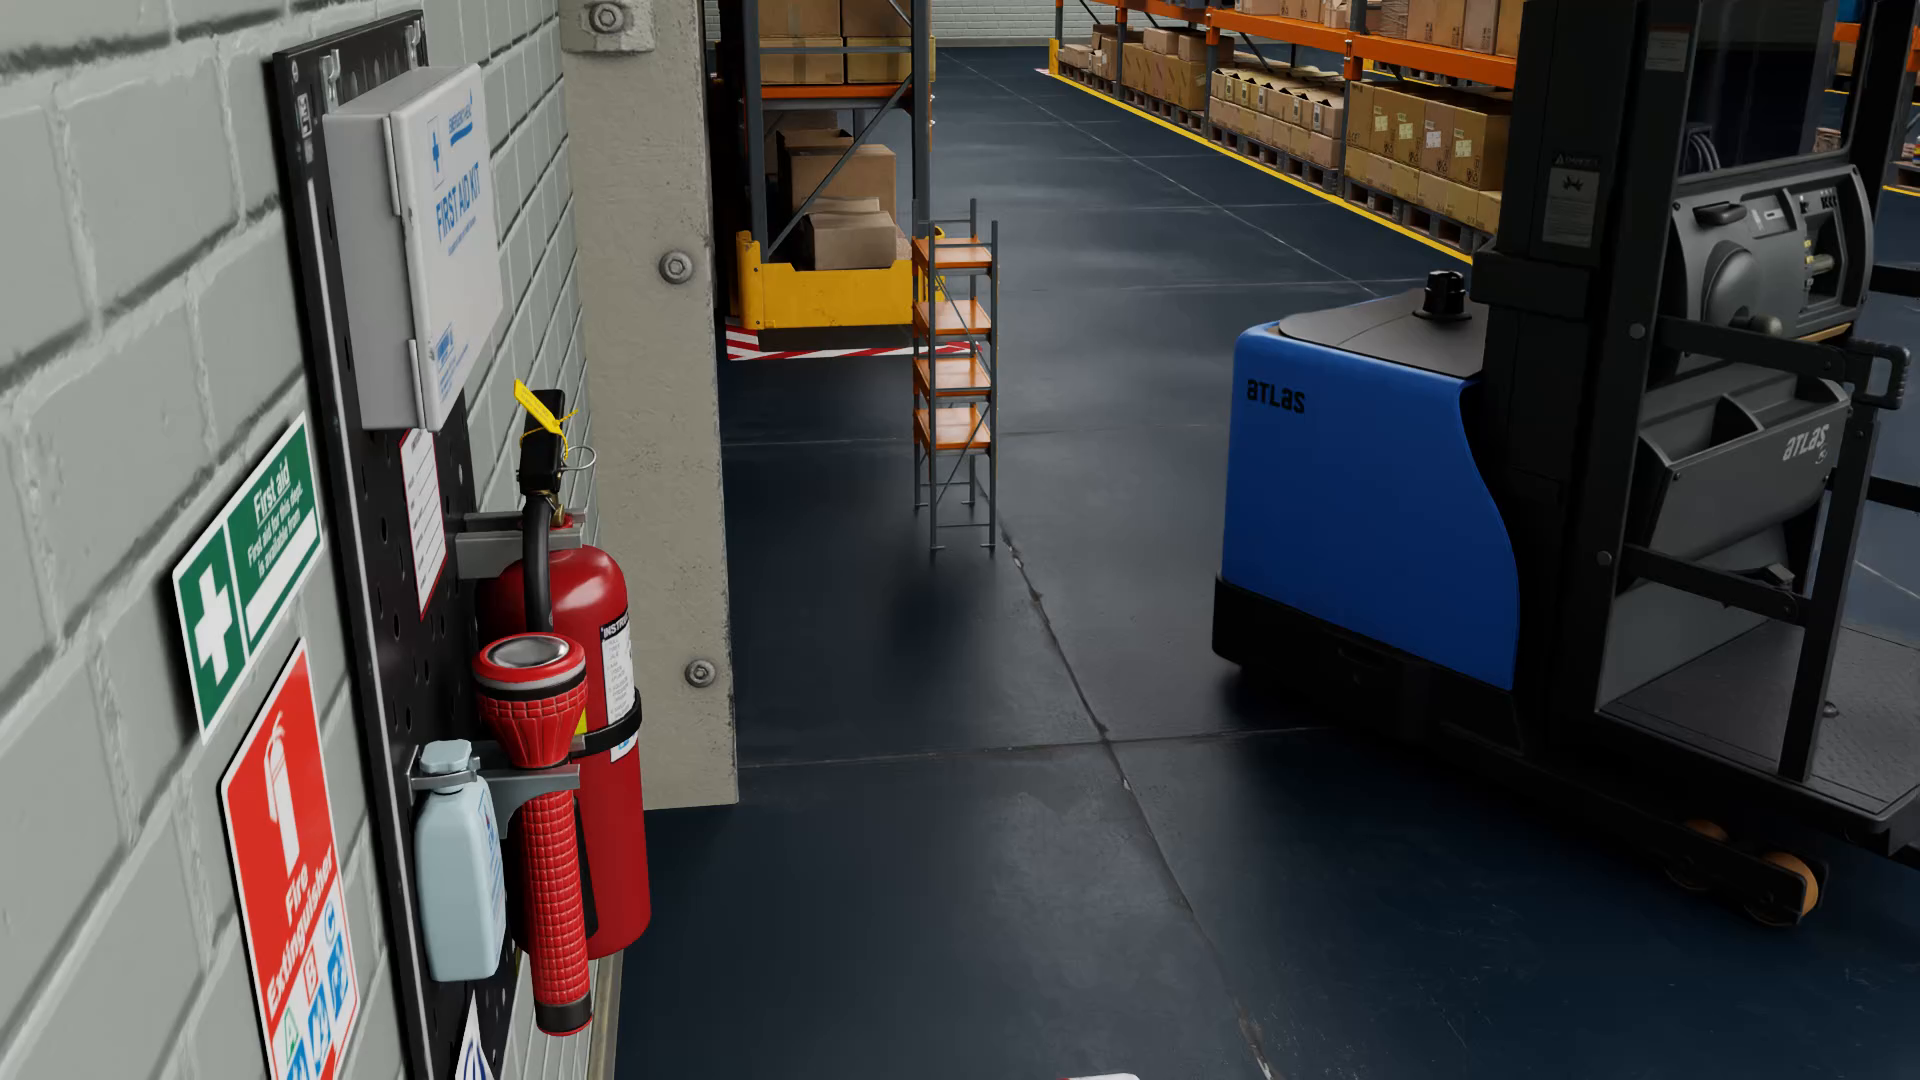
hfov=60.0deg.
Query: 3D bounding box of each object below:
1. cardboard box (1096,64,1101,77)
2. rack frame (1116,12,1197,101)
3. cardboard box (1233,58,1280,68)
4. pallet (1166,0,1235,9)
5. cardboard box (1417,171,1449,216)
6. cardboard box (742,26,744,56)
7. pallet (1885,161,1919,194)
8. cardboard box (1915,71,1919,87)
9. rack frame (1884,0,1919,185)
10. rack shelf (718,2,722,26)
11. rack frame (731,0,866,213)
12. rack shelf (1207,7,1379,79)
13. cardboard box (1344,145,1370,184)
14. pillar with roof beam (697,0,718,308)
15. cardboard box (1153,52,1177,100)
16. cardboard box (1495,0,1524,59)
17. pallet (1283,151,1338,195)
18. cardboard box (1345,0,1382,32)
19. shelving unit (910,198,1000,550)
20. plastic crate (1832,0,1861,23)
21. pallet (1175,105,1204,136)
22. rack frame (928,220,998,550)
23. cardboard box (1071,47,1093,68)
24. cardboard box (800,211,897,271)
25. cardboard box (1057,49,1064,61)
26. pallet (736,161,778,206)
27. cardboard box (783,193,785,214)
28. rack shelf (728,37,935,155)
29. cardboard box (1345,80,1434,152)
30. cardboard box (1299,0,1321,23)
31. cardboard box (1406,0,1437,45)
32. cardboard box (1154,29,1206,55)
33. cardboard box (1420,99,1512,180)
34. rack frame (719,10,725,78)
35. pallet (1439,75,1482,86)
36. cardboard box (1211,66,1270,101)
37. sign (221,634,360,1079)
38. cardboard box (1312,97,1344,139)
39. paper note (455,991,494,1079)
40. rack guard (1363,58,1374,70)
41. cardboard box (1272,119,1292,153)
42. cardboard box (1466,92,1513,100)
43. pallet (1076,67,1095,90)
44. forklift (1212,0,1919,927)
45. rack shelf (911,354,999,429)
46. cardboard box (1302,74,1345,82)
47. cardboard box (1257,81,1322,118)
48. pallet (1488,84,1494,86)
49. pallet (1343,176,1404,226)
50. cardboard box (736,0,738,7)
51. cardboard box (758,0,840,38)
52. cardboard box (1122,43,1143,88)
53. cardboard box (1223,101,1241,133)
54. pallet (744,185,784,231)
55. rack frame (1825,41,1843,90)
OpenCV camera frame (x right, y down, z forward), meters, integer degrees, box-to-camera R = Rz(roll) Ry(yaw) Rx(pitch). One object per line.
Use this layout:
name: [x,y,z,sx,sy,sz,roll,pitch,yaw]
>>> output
cardboard box: [2.025,-6.240,22.083,0.380,0.149,0.250,-3,21,-8]
rack frame: [2.501,-7.060,20.832,1.000,3.000,0.127,-3,21,-8]
cardboard box: [3.214,-5.063,18.429,0.500,0.500,0.500,-4,21,-10]
pallet: [2.910,-5.816,17.776,1.213,0.211,1.003,-3,21,-8]
cardboard box: [3.633,-2.503,11.961,0.500,0.250,0.500,-3,21,-8]
cardboard box: [-1.168,-3.273,10.878,0.500,0.250,0.500,-3,21,-7]
pallet: [8.612,-2.998,13.941,1.003,0.211,1.213,-3,21,-8]
cardboard box: [12.546,-6.230,21.045,1.225,0.875,0.875,-4,21,-10]
rack frame: [8.556,-4.539,14.081,1.000,3.000,0.127,-3,21,-8]
rack shelf: [-2.689,-7.164,22.139,1.077,0.370,4.000,-3,21,-8]
rack frame: [-1.247,-4.039,12.743,1.000,3.000,0.127,-3,21,-8]
rack shelf: [3.366,-4.646,15.395,1.077,0.370,4.000,-3,21,-8]
cardboard box: [3.421,-3.023,13.352,0.500,0.250,0.500,-3,21,-8]
pillar with roof beam: [2.632,-5.880,9.099,9.100,9.000,0.400,-3,21,-8]
cardboard box: [2.554,-5.383,19.285,0.500,0.500,0.500,-4,21,-10]
cardboard box: [4.030,-3.468,11.072,0.700,0.500,0.500,-3,21,-7]
pallet: [3.509,-3.237,14.581,1.003,0.211,1.213,-3,21,-8]
cardboard box: [3.540,-4.388,13.892,0.500,0.250,0.500,-2,21,-4]
shelving unit: [-0.024,-0.619,6.160,0.258,1.200,0.503,-3,21,-8]
plastic crate: [8.089,-4.897,15.064,0.392,0.384,0.575,-3,21,-8]
pallet: [3.007,-4.629,18.309,1.003,0.211,1.213,-3,21,-8]
rack frame: [0.011,-0.535,5.933,0.240,1.200,0.015,-3,21,-8]
cardboard box: [1.866,-6.814,23.474,0.500,0.250,0.500,-3,21,-8]
cardboard box: [-0.681,-1.845,10.082,0.500,0.311,0.500,-5,21,-14]
cardboard box: [1.644,-7.153,24.527,0.380,0.149,0.250,-3,21,-8]
pallet: [-1.361,-3.002,13.953,1.003,0.211,1.213,-3,21,-8]
cardboard box: [-1.037,-2.355,11.680,0.380,0.149,0.250,-5,21,-12]
rack shelf: [-0.959,-3.010,11.015,1.077,0.370,4.000,-3,21,-8]
cardboard box: [3.411,-3.374,13.220,0.500,0.500,0.500,-3,21,-8]
cardboard box: [3.411,-4.960,15.065,0.500,0.500,0.500,-3,21,-8]
cardboard box: [3.807,-4.001,12.499,0.700,0.500,0.500,-3,21,-8]
cardboard box: [2.546,-5.747,19.187,0.500,0.250,0.500,-3,21,-9]
cardboard box: [3.629,-2.854,11.830,0.500,0.500,0.500,-3,21,-8]
rack frame: [-2.977,-8.194,23.867,1.000,3.000,0.127,-3,21,-8]
pallet: [7.259,-6.255,22.661,1.003,0.211,1.213,-3,21,-8]
cardboard box: [2.862,-4.650,16.908,0.500,0.311,0.500,-2,21,-6]
sign: [-0.467,0.262,1.176,0.001,0.329,0.234,-3,21,-8]
cardboard box: [3.312,-3.587,14.062,0.500,0.311,0.500,-3,21,-8]
paper note: [-0.487,0.560,1.690,0.016,0.148,0.142,-3,21,-8]
rack guard: [6.810,-7.530,25.663,1.175,0.500,0.348,-3,21,-8]
cardboard box: [3.162,-3.680,15.112,0.500,0.250,0.500,-2,21,-7]
cardboard box: [4.073,-3.054,12.363,0.500,0.500,0.500,-3,21,-8]
pallet: [2.224,-6.415,23.090,1.003,0.211,1.213,-3,21,-8]
forklift: [2.096,-0.682,3.852,1.130,2.935,3.031,-16,26,-36]
rack shelf: [-0.024,-0.556,6.183,0.258,0.148,0.480,-3,21,-8]
cardboard box: [3.548,-4.323,16.032,0.500,0.311,0.500,-3,21,-8]
cardboard box: [3.092,-4.114,15.472,0.500,0.311,0.500,-3,21,-8]
pallet: [7.473,-5.733,21.264,1.003,0.211,1.213,-3,21,-8]
pallet: [3.727,-2.706,13.161,1.003,0.211,1.213,-3,21,-8]
cardboard box: [-1.386,-4.156,12.171,0.500,0.500,0.500,-3,21,-9]
cardboard box: [-0.949,-3.097,9.335,0.500,0.500,0.500,-3,21,-8]
cardboard box: [2.329,-5.915,20.711,0.500,0.500,0.500,-4,21,-10]
cardboard box: [2.936,-4.214,16.540,0.500,0.250,0.500,-3,21,-9]
pallet: [-1.116,-2.502,12.613,1.003,0.211,1.213,-3,21,-8]
rack frame: [12.304,-7.558,22.166,1.000,3.000,0.127,-3,21,-8]
